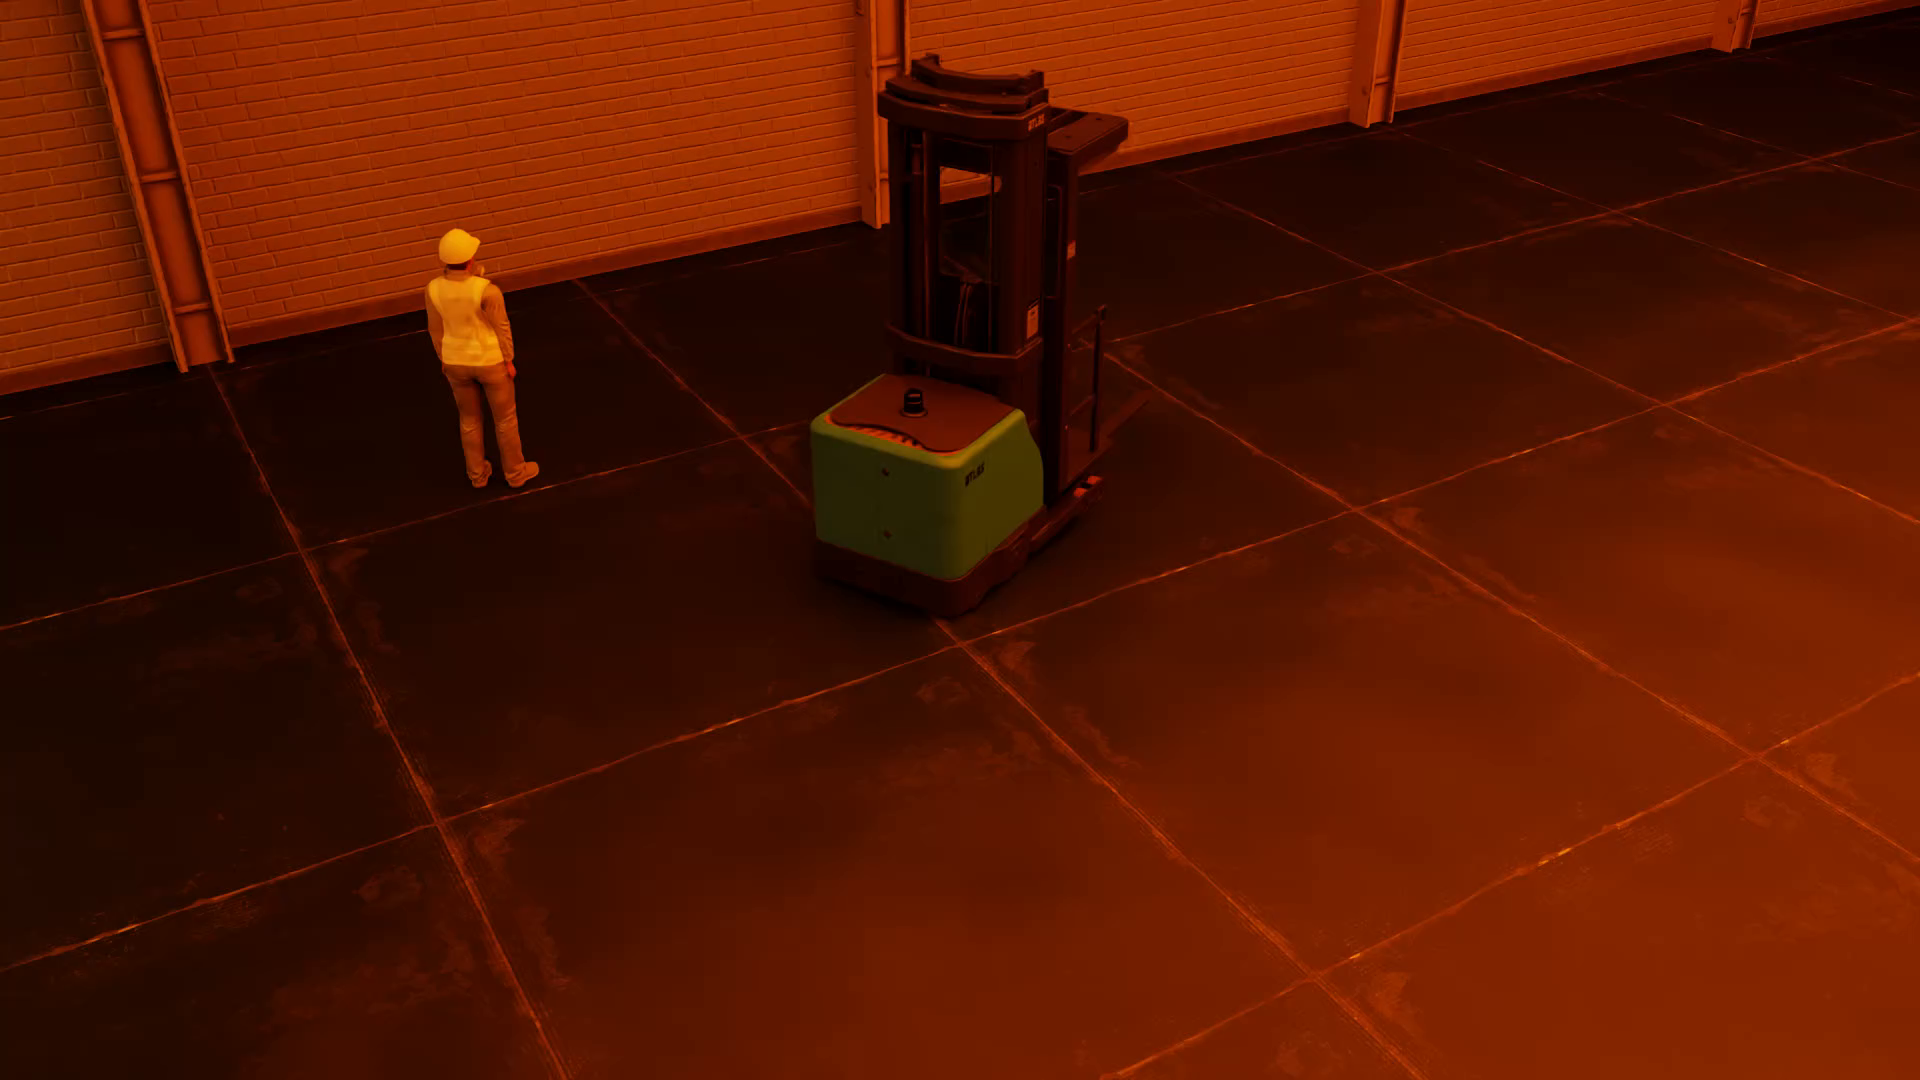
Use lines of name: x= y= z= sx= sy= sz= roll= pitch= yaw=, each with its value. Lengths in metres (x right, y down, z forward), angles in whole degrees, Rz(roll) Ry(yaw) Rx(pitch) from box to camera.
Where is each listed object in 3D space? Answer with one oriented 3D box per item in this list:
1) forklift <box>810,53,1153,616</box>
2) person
forklift: x=0.308 y=-1.540 z=10.219 sx=1.130 sy=2.935 sz=3.031 roll=17 pitch=35 yaw=26
person: x=-3.109 y=-1.164 z=10.720 sx=0.526 sy=1.777 sz=0.368 roll=2 pitch=31 yaw=4
